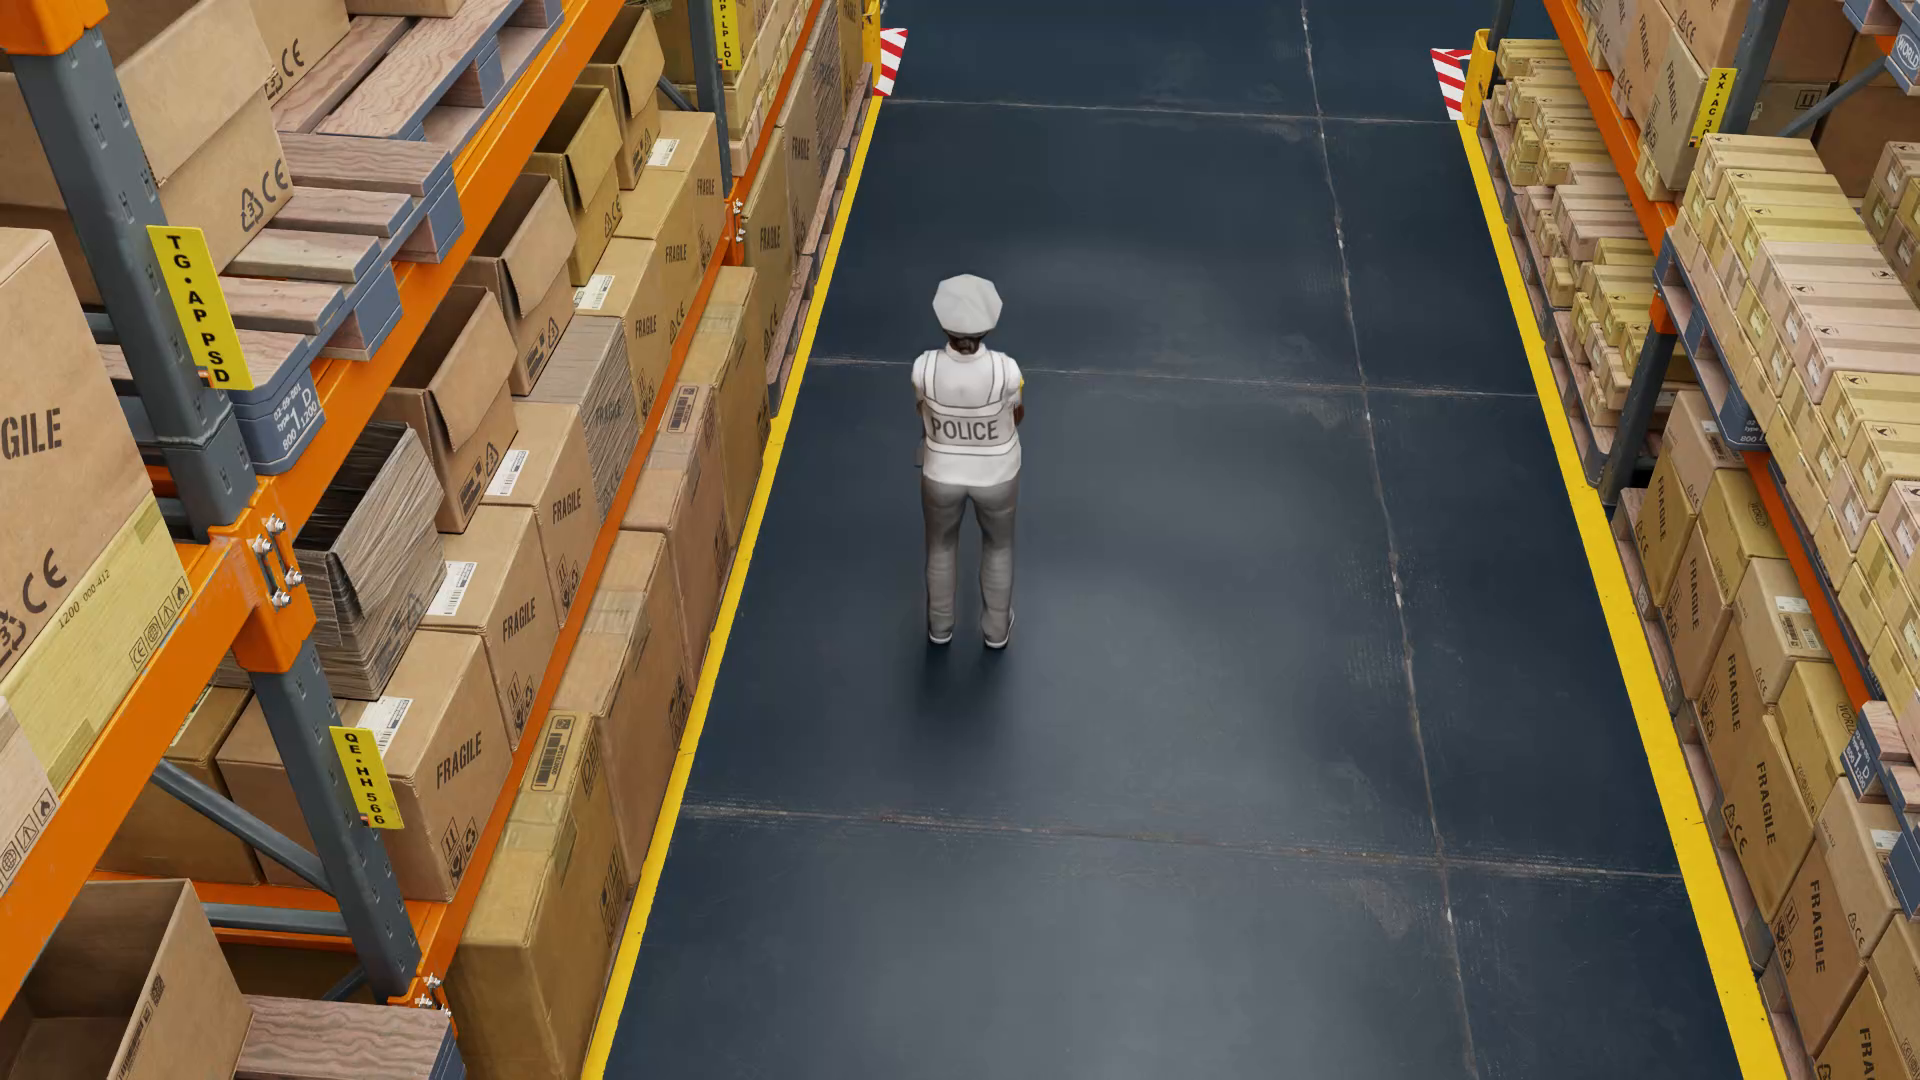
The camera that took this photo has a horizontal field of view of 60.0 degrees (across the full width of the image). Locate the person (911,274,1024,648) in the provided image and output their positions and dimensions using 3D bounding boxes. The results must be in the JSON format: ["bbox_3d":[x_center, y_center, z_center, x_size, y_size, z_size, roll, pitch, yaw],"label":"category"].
[{"bbox_3d":[0.035,-0.323,6.522,0.423,1.691,0.523,3,40,3],"label":"person"}]
